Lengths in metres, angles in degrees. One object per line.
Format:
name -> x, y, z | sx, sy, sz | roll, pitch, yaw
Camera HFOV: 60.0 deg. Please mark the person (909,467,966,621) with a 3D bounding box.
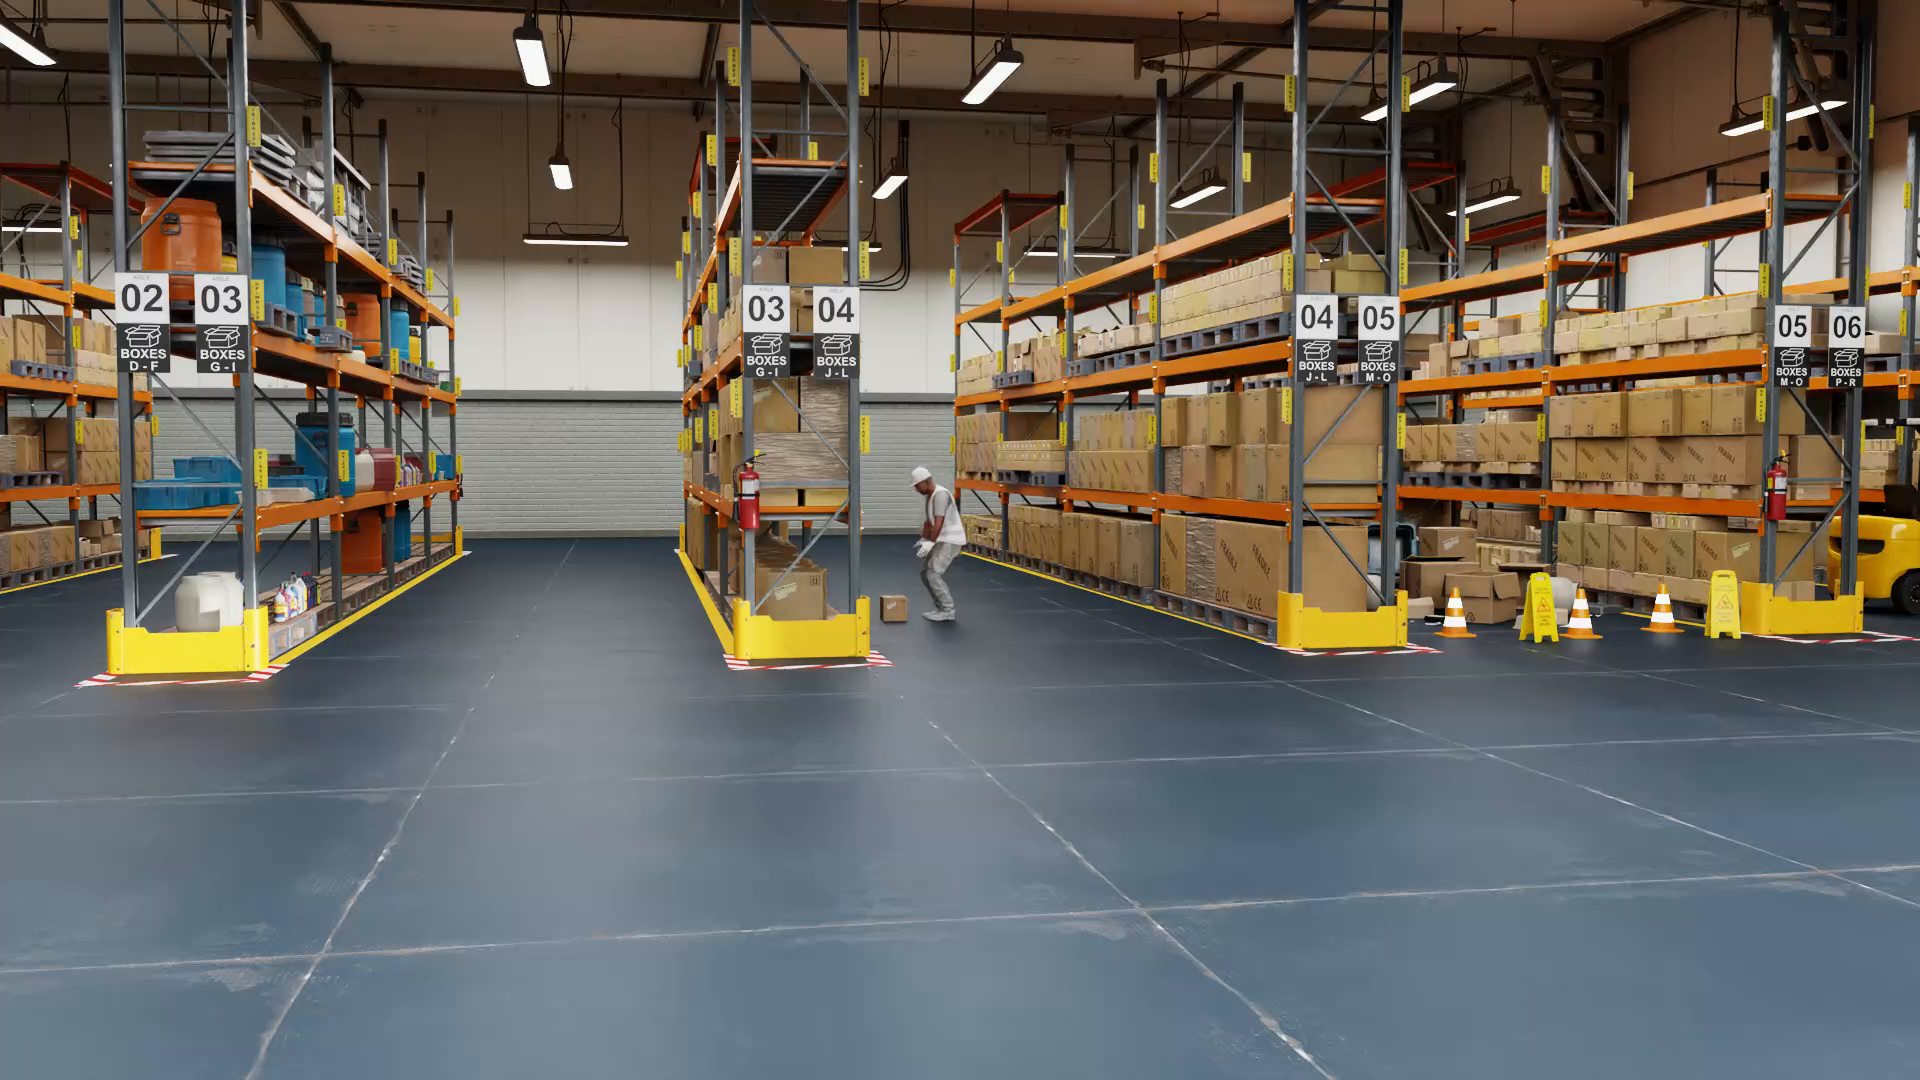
person -> -0.243, 0.039, 17.664 | 0.606, 1.624, 0.598 | -1, 3, -11
